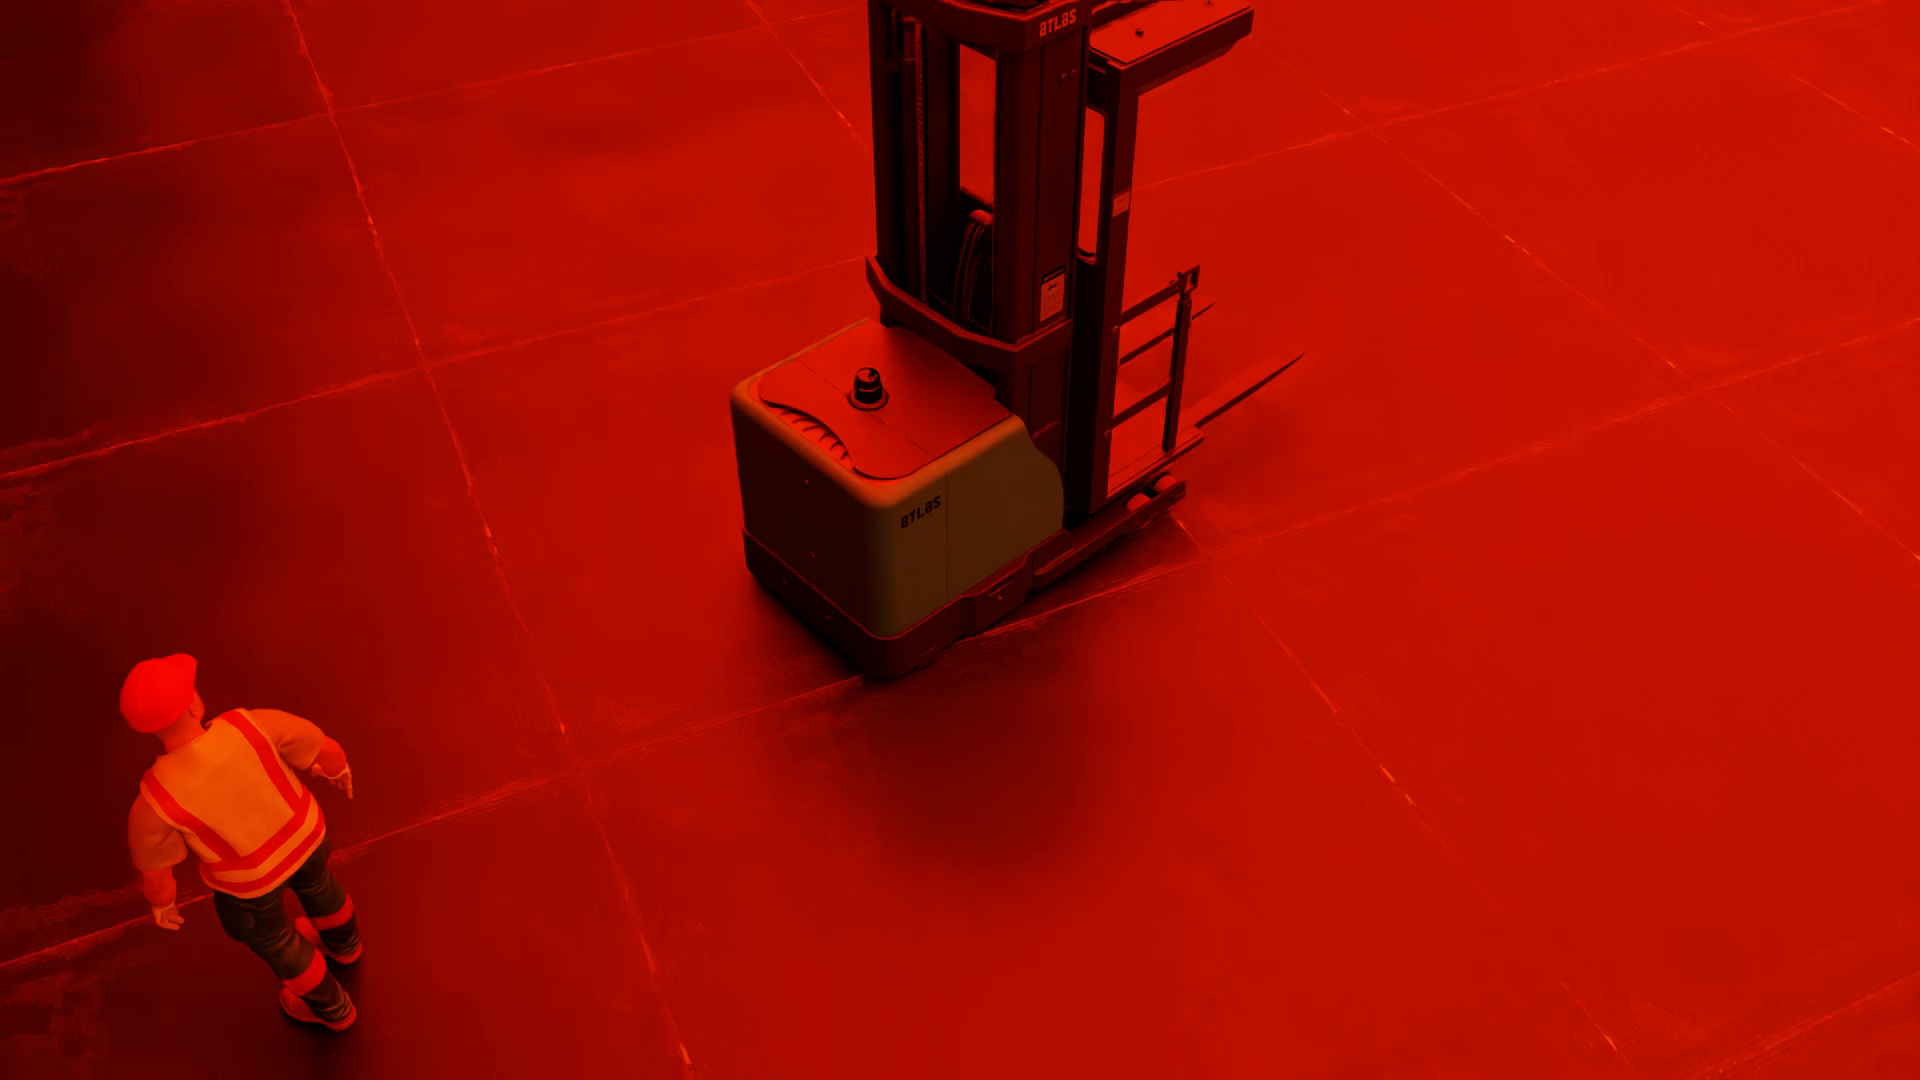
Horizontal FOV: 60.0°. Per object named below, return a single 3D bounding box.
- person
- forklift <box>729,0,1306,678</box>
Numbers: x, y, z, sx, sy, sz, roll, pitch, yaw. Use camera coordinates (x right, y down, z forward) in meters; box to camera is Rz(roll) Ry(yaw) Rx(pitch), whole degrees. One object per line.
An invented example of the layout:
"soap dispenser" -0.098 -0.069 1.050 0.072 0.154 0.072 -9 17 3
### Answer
"person" -2.352 0.982 5.478 0.512 1.772 0.757 25 48 24
"forklift" 0.444 -1.362 7.139 3.031 2.935 1.130 -32 52 -30
